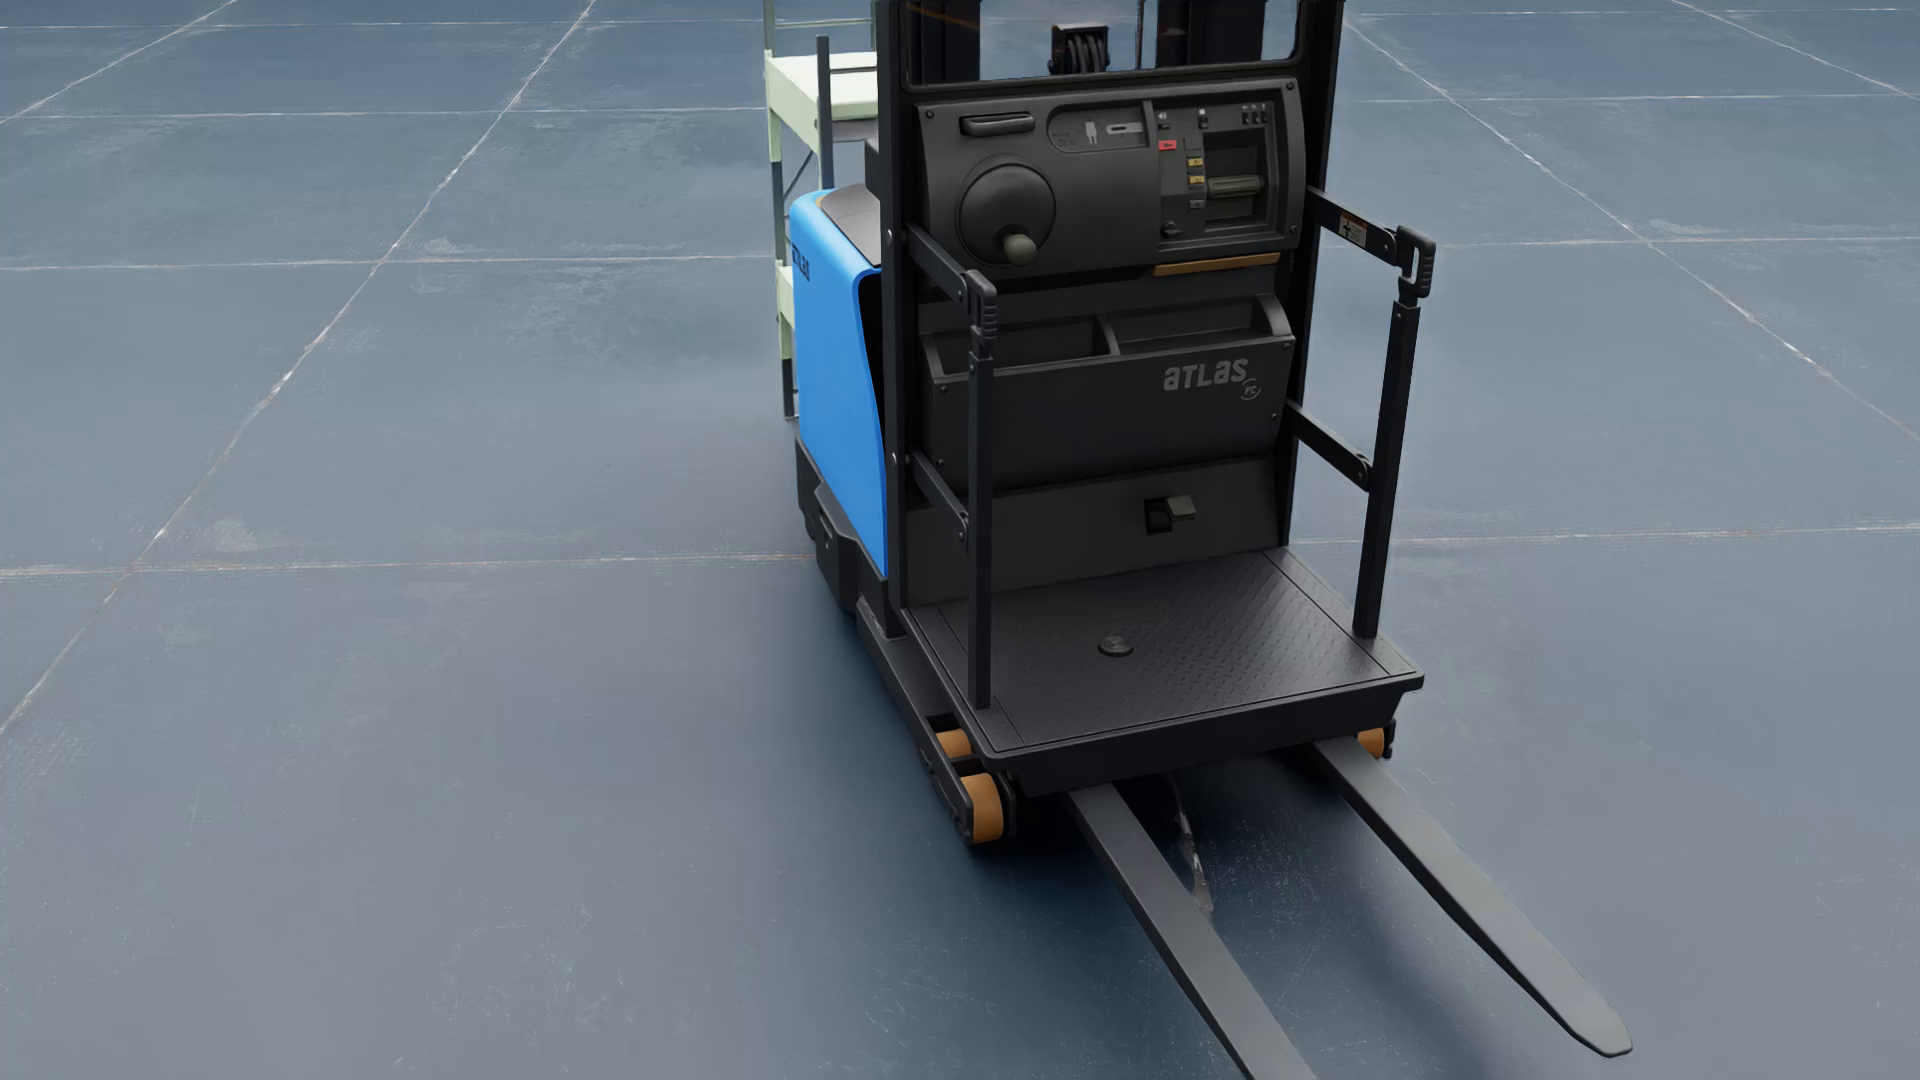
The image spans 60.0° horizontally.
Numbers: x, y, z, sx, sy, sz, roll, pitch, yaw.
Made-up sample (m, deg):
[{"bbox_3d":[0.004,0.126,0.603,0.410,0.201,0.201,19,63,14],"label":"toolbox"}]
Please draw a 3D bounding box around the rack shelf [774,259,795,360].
[{"bbox_3d":[-0.338,-0.689,5.654,0.431,0.370,0.720,-9,29,-16],"label":"rack shelf"}]

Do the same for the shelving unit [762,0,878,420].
[{"bbox_3d":[-0.338,-0.978,5.504,0.431,1.500,0.755,-9,29,-16],"label":"shelving unit"}]

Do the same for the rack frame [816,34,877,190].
[{"bbox_3d":[-0.223,-0.817,5.195,0.400,1.500,0.023,-9,29,-16],"label":"rack frame"}]

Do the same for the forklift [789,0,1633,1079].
[{"bbox_3d":[0.428,-0.798,3.611,1.130,2.935,3.031,-9,29,-16],"label":"forklift"}]

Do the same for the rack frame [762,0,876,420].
[{"bbox_3d":[-0.453,-1.139,5.812,0.400,1.500,0.023,-9,29,-16],"label":"rack frame"}]

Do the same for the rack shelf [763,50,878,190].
[{"bbox_3d":[-0.338,-1.324,5.323,0.431,0.370,0.720,-9,29,-16],"label":"rack shelf"}]
